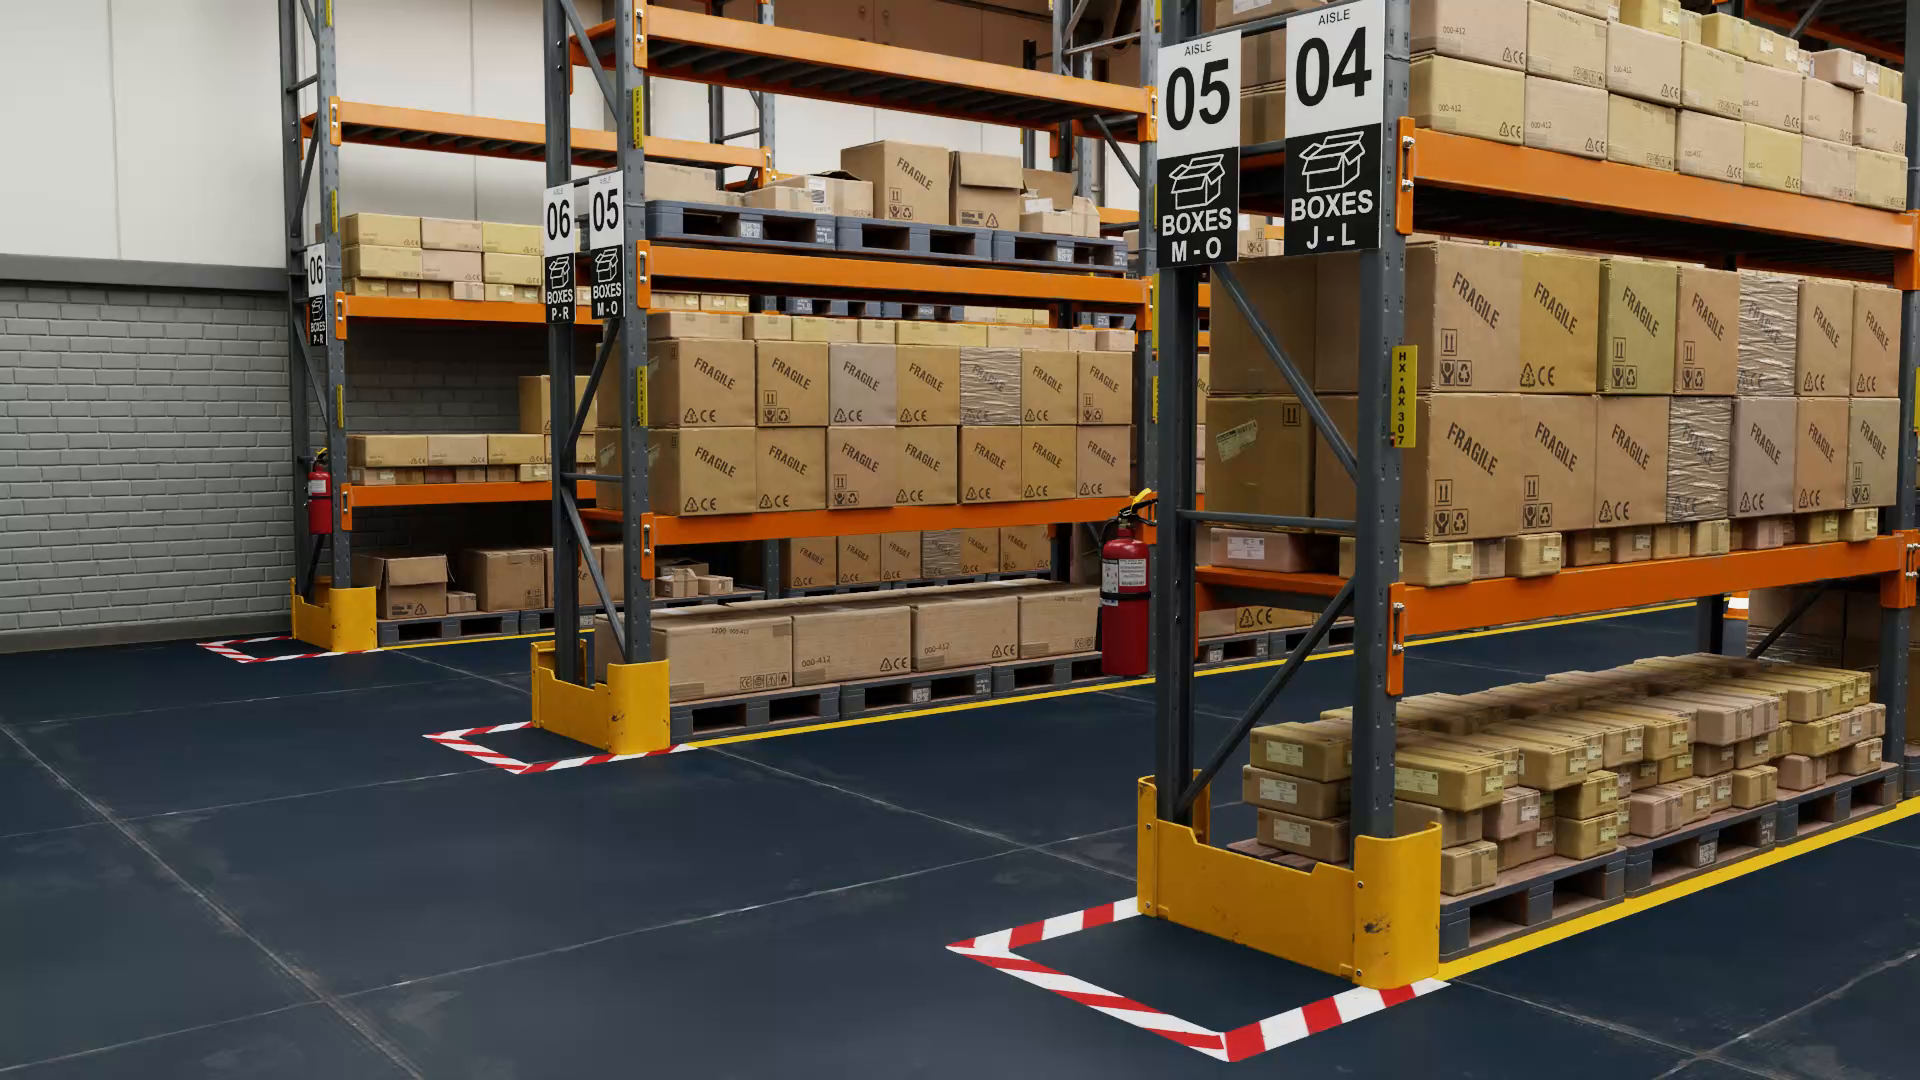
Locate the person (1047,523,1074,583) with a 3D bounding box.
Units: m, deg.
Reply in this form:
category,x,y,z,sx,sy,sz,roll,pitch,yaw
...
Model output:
category,x,y,z,sx,sy,sz,roll,pitch,yaw
person,1.009,-0.140,15.551,0.357,1.672,0.521,-4,6,-42
